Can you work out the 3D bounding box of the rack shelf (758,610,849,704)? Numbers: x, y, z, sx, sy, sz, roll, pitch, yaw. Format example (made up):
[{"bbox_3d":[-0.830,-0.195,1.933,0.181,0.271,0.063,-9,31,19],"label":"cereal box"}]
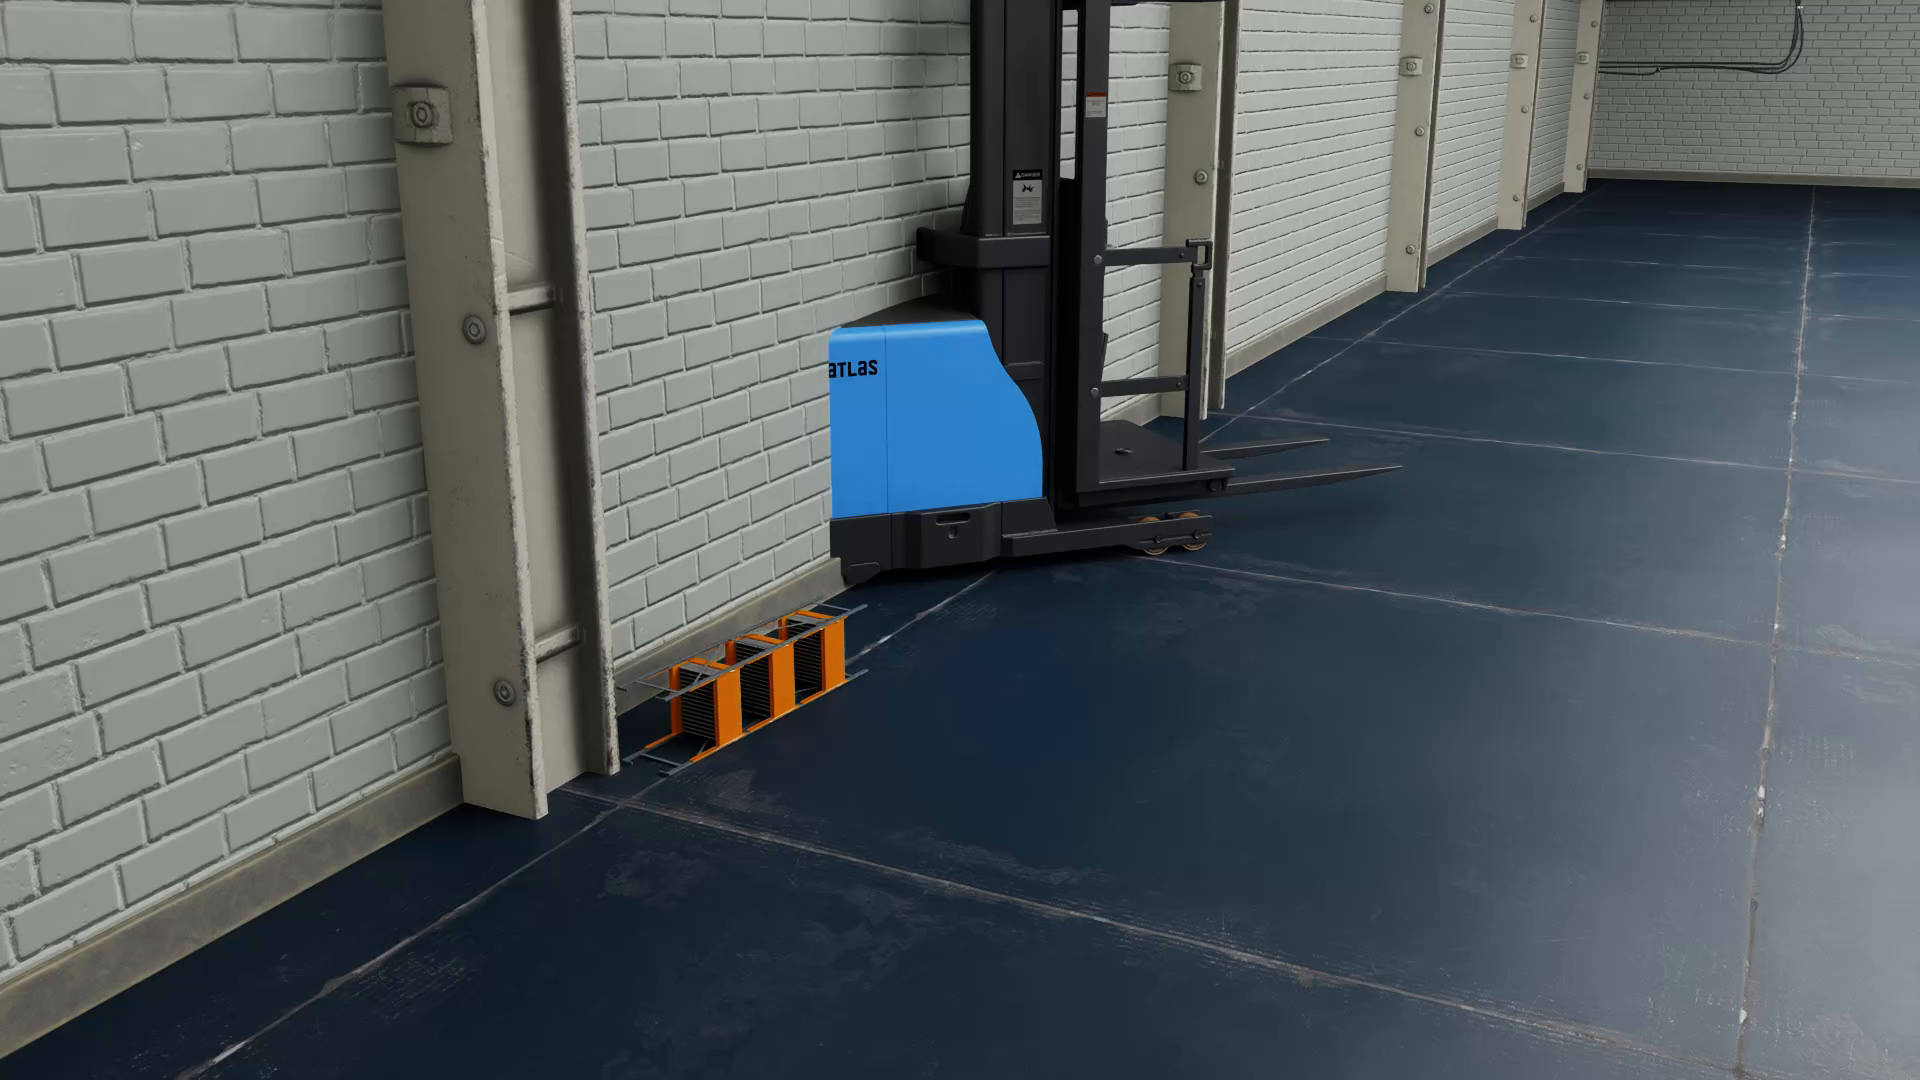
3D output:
[{"bbox_3d":[-0.546,0.395,5.743,0.215,0.240,0.259,10,19,31],"label":"rack shelf"}]

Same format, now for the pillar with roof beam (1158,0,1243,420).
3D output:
[{"bbox_3d":[5.260,-4.556,7.057,9.100,9.000,0.400,8,18,25],"label":"pillar with roof beam"}]

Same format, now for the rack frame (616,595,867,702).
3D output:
[{"bbox_3d":[-0.692,0.343,5.486,0.200,0.008,1.050,10,19,31],"label":"rack frame"}]

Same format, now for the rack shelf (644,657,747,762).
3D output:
[{"bbox_3d":[-0.846,0.530,5.287,0.215,0.240,0.259,10,19,31],"label":"rack shelf"}]

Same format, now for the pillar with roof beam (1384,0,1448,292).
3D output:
[{"bbox_3d":[7.941,-6.084,12.203,9.100,9.000,0.400,8,18,25],"label":"pillar with roof beam"}]

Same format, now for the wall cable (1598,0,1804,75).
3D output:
[{"bbox_3d":[11.951,-8.782,26.740,3.097,2.526,0.112,8,18,25],"label":"wall cable"}]

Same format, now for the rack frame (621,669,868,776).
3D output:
[{"bbox_3d":[-0.692,0.577,5.556,0.200,0.008,1.050,10,19,31],"label":"rack frame"}]

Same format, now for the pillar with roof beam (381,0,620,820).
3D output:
[{"bbox_3d":[2.579,-3.027,1.912,9.100,9.000,0.400,8,18,25],"label":"pillar with roof beam"}]

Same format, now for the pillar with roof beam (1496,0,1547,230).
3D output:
[{"bbox_3d":[10.622,-7.612,17.348,9.100,9.000,0.400,8,18,25],"label":"pillar with roof beam"}]

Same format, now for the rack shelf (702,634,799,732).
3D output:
[{"bbox_3d":[-0.697,0.463,5.512,0.215,0.240,0.259,10,19,31],"label":"rack shelf"}]

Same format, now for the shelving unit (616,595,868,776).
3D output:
[{"bbox_3d":[-0.692,0.460,5.521,0.215,0.252,1.050,10,19,31],"label":"shelving unit"}]

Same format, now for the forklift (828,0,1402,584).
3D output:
[{"bbox_3d":[0.580,-1.471,7.328,3.031,2.935,1.130,-6,18,-21],"label":"forklift"}]

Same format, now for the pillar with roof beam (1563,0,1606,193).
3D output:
[{"bbox_3d":[13.303,-9.140,22.494,9.100,9.000,0.400,8,18,25],"label":"pillar with roof beam"}]
